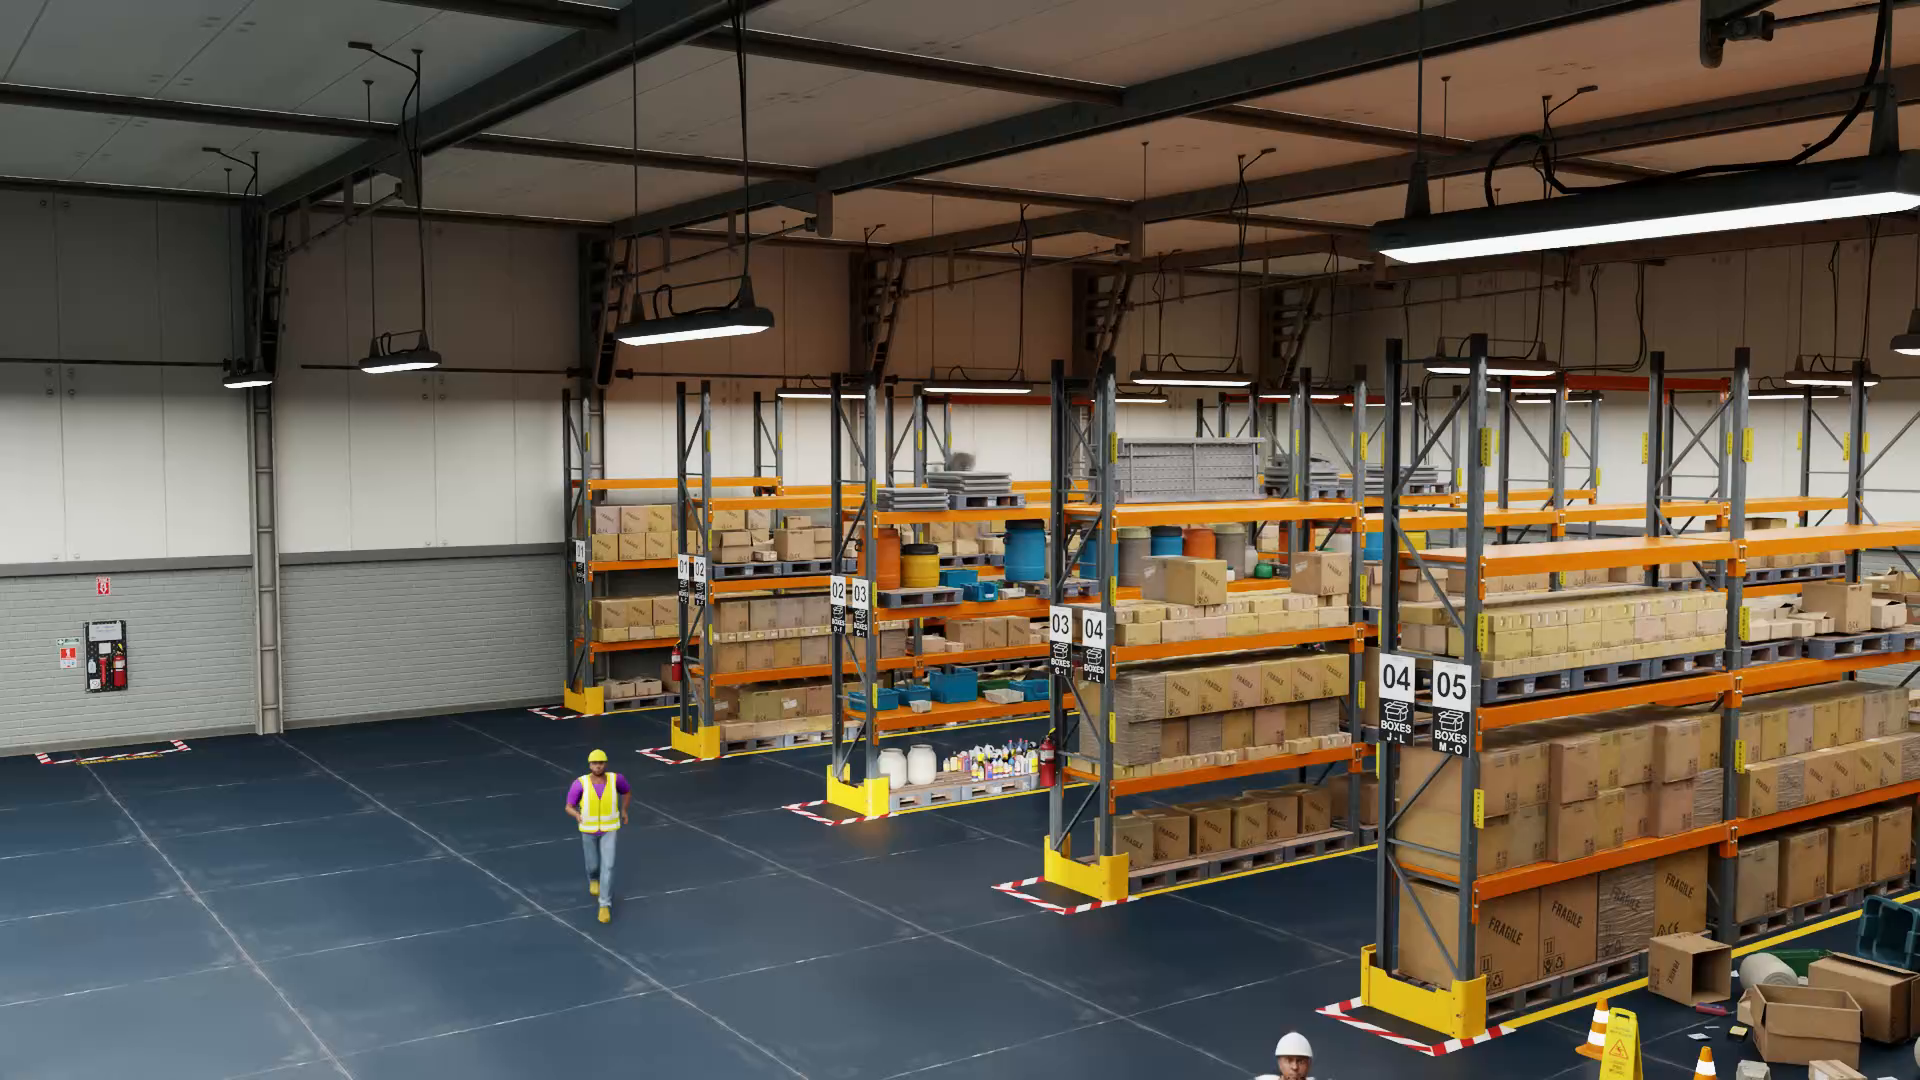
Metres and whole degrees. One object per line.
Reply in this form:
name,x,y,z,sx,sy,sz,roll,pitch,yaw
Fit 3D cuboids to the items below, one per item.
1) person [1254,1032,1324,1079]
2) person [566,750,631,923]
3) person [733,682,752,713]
person,1.906,3.689,9.539,0.686,1.737,0.589,1,4,8
person,-3.884,3.131,17.904,0.700,1.771,0.963,-1,4,-13
person,-3.744,2.429,29.333,0.557,1.701,0.879,3,5,43
